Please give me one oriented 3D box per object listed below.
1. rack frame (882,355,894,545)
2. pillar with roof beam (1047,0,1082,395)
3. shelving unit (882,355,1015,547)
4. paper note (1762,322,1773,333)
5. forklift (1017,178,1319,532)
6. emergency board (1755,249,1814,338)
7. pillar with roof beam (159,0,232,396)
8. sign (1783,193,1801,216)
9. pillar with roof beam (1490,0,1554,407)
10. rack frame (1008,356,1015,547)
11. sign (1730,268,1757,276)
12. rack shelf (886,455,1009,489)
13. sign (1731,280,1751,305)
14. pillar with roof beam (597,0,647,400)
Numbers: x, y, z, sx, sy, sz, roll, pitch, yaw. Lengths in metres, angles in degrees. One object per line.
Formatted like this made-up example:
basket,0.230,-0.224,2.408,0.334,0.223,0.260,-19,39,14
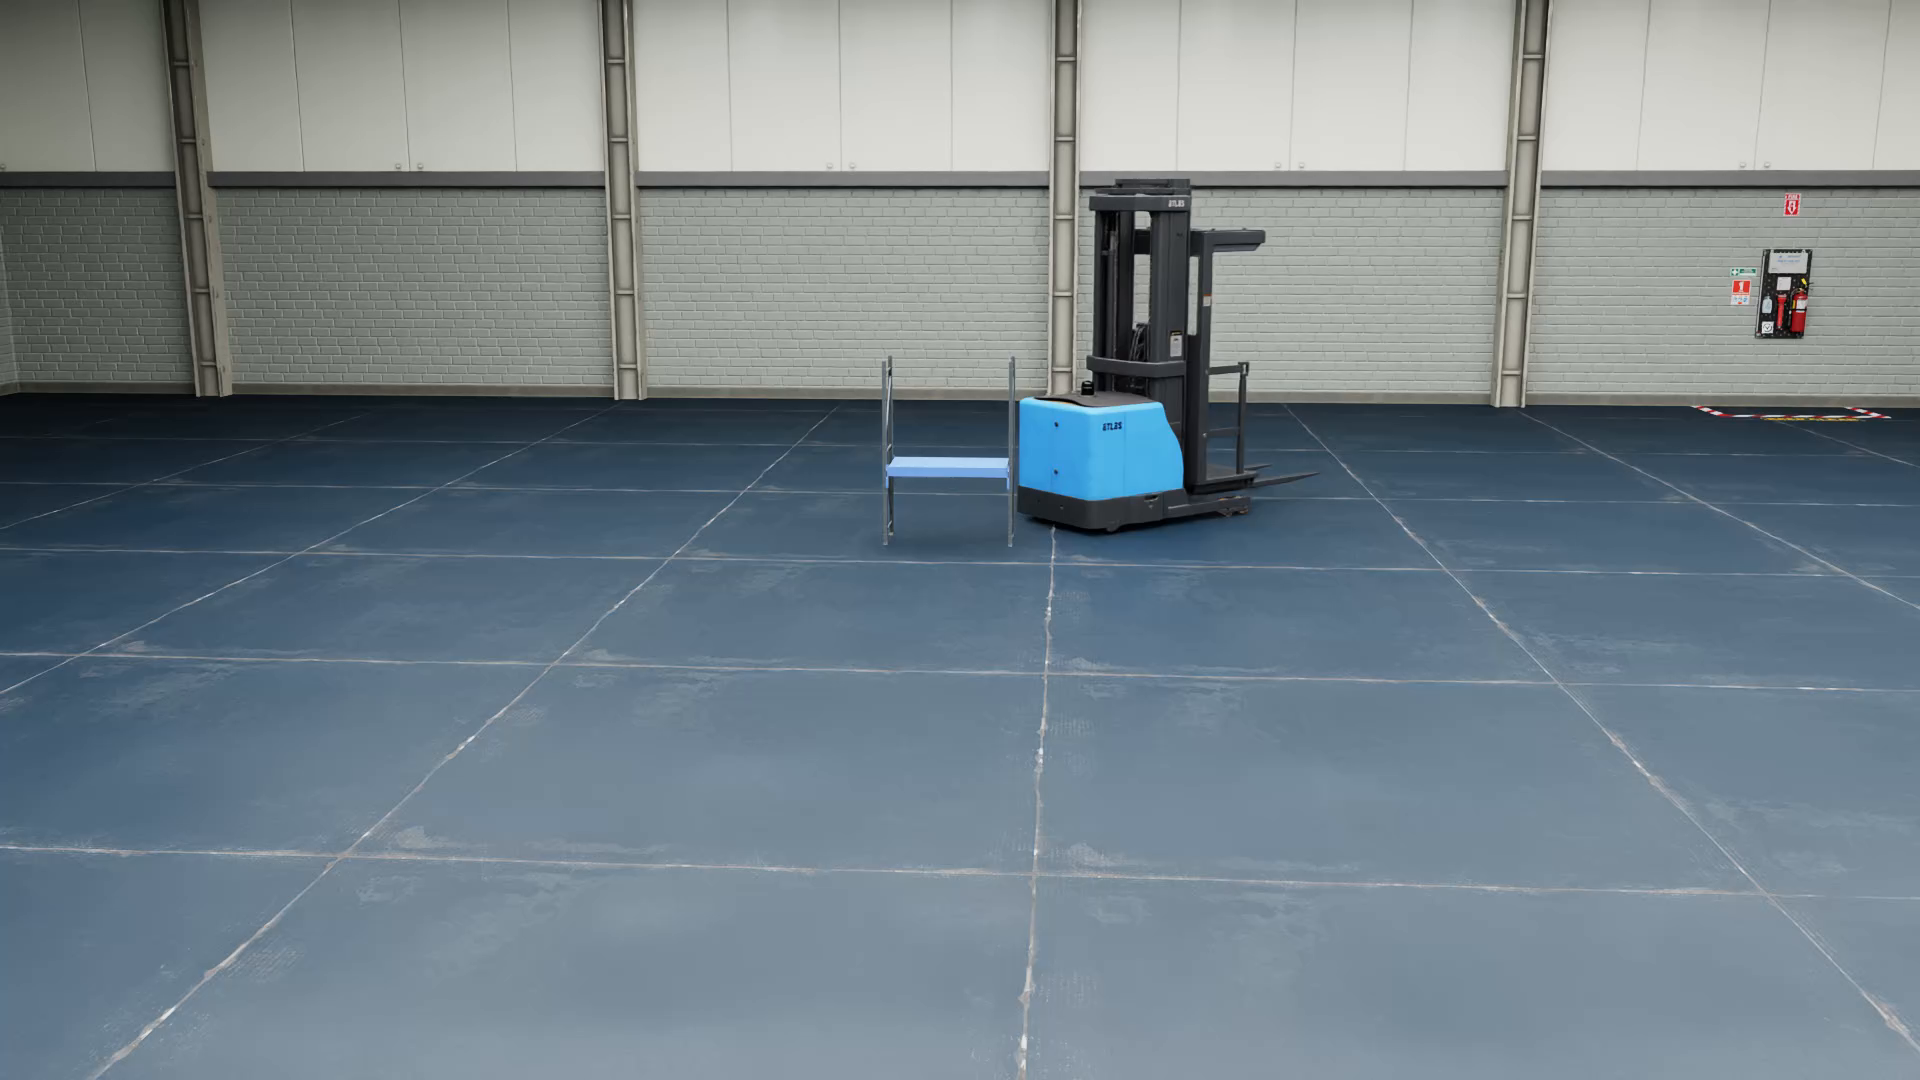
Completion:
rack frame,-0.592,-0.742,13.653,0.032,1.500,0.500,1,12,4
pillar with roof beam,1.107,-5.418,17.693,0.400,9.000,9.100,1,12,4
shelving unit,-0.085,-0.735,13.620,1.048,1.500,0.538,1,12,4
paper note,10.733,-2.824,22.095,0.142,0.148,0.016,1,12,4
forklift,1.986,-1.719,14.826,3.031,2.935,1.130,-9,15,-36
emergency board,10.905,-3.239,21.926,0.643,1.169,0.194,1,12,4
pillar with roof beam,-10.866,-5.583,18.478,0.400,9.000,9.100,1,12,4
sign,10.904,-4.394,21.786,0.199,0.298,0.001,1,12,4
pillar with roof beam,7.094,-5.336,17.301,0.400,9.000,9.100,1,12,4
rack frame,0.422,-0.728,13.587,0.032,1.500,0.500,1,12,4
sign,10.364,-3.543,21.996,0.331,0.109,0.001,1,12,4
rack shelf,-0.085,-0.559,13.657,1.000,0.185,0.538,1,12,4
sign,10.360,-3.285,22.059,0.234,0.329,0.001,1,12,4
pillar with roof beam,-4.879,-5.501,18.086,0.400,9.000,9.100,1,12,4
